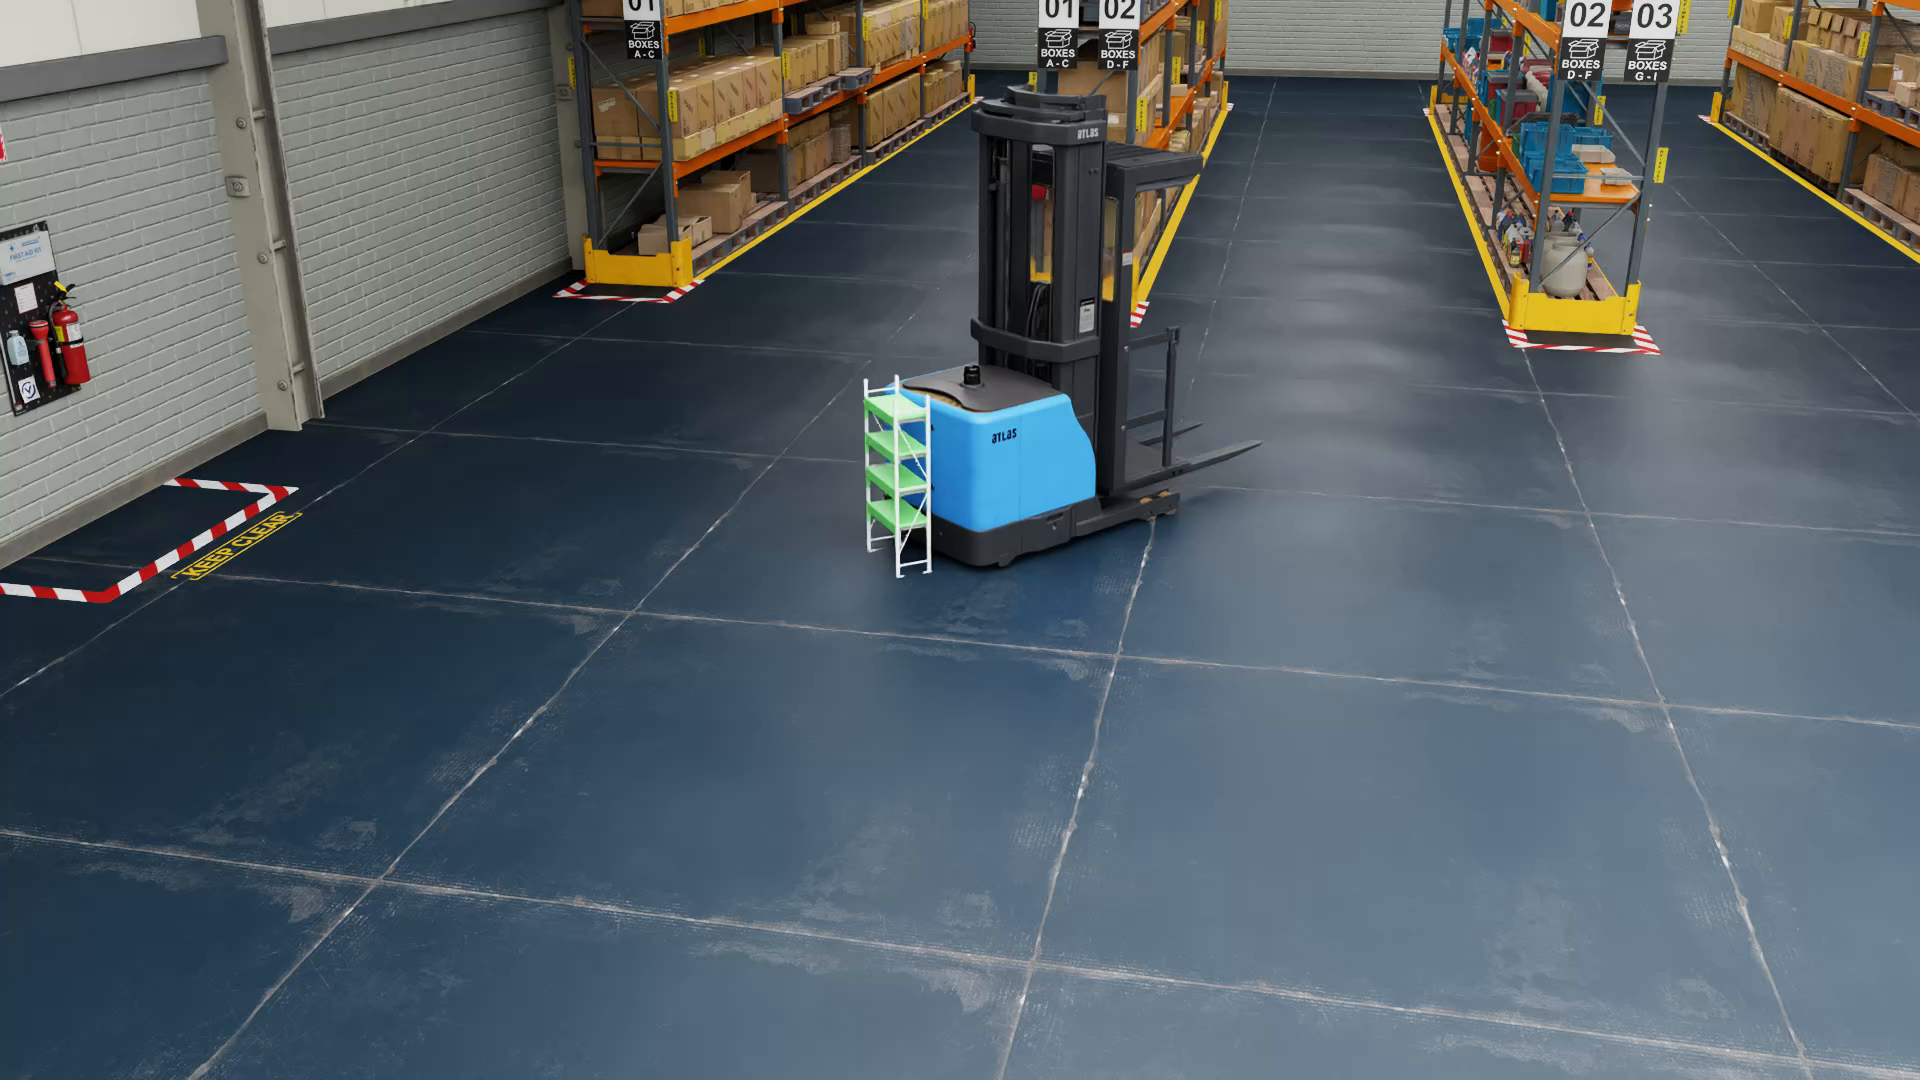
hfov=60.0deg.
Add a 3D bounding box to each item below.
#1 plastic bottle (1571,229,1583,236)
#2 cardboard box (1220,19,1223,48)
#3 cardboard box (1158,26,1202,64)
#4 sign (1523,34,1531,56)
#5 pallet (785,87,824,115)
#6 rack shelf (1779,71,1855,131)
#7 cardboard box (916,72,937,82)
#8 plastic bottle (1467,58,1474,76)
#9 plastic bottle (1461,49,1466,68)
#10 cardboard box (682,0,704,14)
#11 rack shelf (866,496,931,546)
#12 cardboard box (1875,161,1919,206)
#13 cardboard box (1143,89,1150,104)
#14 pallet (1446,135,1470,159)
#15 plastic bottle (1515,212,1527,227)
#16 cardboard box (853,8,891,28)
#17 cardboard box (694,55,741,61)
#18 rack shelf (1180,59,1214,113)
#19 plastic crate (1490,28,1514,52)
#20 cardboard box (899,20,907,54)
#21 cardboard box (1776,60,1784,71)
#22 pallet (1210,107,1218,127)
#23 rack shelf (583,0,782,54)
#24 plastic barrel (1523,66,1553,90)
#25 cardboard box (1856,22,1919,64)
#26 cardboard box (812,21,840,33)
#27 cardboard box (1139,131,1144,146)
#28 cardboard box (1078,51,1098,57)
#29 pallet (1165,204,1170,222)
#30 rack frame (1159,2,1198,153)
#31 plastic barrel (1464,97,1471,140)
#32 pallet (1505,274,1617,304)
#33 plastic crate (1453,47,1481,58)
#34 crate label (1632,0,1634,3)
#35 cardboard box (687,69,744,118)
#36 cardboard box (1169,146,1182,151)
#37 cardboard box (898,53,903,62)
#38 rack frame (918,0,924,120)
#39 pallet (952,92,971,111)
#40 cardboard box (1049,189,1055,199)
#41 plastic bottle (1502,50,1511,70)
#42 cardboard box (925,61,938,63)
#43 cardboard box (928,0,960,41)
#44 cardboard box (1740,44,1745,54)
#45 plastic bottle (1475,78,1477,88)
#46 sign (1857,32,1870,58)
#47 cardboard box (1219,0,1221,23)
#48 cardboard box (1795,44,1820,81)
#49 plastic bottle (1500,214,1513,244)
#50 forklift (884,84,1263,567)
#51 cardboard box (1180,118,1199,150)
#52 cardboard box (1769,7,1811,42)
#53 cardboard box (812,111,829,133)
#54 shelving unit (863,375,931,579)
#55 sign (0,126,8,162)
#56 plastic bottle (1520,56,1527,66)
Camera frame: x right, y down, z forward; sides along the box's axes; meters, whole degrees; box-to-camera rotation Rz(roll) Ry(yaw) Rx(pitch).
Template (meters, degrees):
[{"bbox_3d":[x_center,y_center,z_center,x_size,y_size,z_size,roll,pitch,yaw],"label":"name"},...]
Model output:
[{"bbox_3d":[6.947,-3.380,18.787,0.152,0.276,0.135,5,22,12],"label":"plastic bottle"},{"bbox_3d":[4.401,-9.017,29.594,0.500,0.500,0.500,4,22,10],"label":"cardboard box"},{"bbox_3d":[3.298,-7.586,25.478,0.700,0.500,0.500,9,24,21],"label":"cardboard box"},{"bbox_3d":[9.109,-7.955,26.721,0.100,0.325,0.005,4,22,11],"label":"sign"},{"bbox_3d":[-2.462,-5.879,22.191,1.003,0.211,1.213,4,22,11],"label":"pallet"},{"bbox_3d":[13.012,-6.427,24.259,1.077,0.370,4.000,4,22,11],"label":"rack shelf"},{"bbox_3d":[-0.626,-8.338,29.957,0.380,0.149,0.250,5,23,13],"label":"cardboard box"},{"bbox_3d":[7.867,-7.248,25.502,0.152,0.276,0.135,4,22,11],"label":"plastic bottle"},{"bbox_3d":[8.079,-7.714,26.648,0.061,0.283,0.133,4,22,11],"label":"plastic bottle"},{"bbox_3d":[-3.119,-5.980,18.011,0.500,0.500,0.500,6,23,14],"label":"cardboard box"},{"bbox_3d":[-0.406,-0.130,10.883,0.258,0.148,0.480,-10,24,-23],"label":"rack shelf"},{"bbox_3d":[12.386,-4.623,21.575,0.700,0.500,0.500,3,22,6],"label":"cardboard box"},{"bbox_3d":[1.933,-4.993,18.733,0.380,0.149,0.250,5,23,13],"label":"cardboard box"},{"bbox_3d":[8.373,-6.297,26.707,1.003,0.211,1.213,4,22,11],"label":"pallet"},{"bbox_3d":[6.509,-3.645,19.345,0.144,0.351,0.185,4,22,11],"label":"plastic bottle"},{"bbox_3d":[-1.392,-8.230,26.210,0.500,0.250,0.500,5,22,11],"label":"cardboard box"},{"bbox_3d":[-3.060,-5.831,20.986,0.500,0.500,0.500,4,22,10],"label":"cardboard box"},{"bbox_3d":[3.315,-7.183,26.138,1.077,0.370,4.000,4,22,11],"label":"rack shelf"},{"bbox_3d":[8.999,-8.235,27.619,0.402,0.464,0.583,4,22,11],"label":"plastic crate"},{"bbox_3d":[-1.180,-8.260,27.289,0.500,0.500,0.500,4,22,11],"label":"cardboard box"},{"bbox_3d":[13.161,-7.512,26.327,0.380,0.149,0.250,5,22,11],"label":"cardboard box"},{"bbox_3d":[4.111,-7.654,30.075,1.003,0.211,1.213,4,22,11],"label":"pallet"},{"bbox_3d":[-3.168,-6.025,19.247,1.077,0.370,4.000,4,22,11],"label":"rack shelf"},{"bbox_3d":[7.754,-6.066,22.251,0.421,0.512,0.421,0,22,0],"label":"plastic barrel"},{"bbox_3d":[12.769,-6.807,22.763,0.797,0.503,0.637,5,23,13],"label":"cardboard box"},{"bbox_3d":[-1.985,-7.585,24.580,0.380,0.149,0.250,2,22,4],"label":"cardboard box"},{"bbox_3d":[1.695,-4.642,18.732,0.700,0.500,0.500,5,23,13],"label":"cardboard box"},{"bbox_3d":[1.495,-4.890,17.610,0.700,0.500,0.500,4,22,10],"label":"cardboard box"},{"bbox_3d":[2.202,-4.302,21.752,1.003,0.211,1.213,4,22,11],"label":"pallet"},{"bbox_3d":[2.907,-6.786,24.187,1.000,3.000,0.127,4,22,11],"label":"rack frame"},{"bbox_3d":[8.443,-6.893,26.701,0.600,0.901,0.708,4,22,11],"label":"plastic barrel"},{"bbox_3d":[6.263,-2.516,17.317,1.003,0.211,1.213,4,22,11],"label":"pallet"},{"bbox_3d":[8.537,-8.200,27.986,0.437,0.125,0.590,4,22,11],"label":"plastic crate"},{"bbox_3d":[6.828,-5.463,17.086,0.502,0.251,0.408,4,22,11],"label":"crate label"},{"bbox_3d":[-2.869,-5.234,19.503,0.500,0.500,0.500,5,23,13],"label":"cardboard box"},{"bbox_3d":[2.731,-5.197,22.610,0.500,0.311,0.500,5,22,12],"label":"cardboard box"},{"bbox_3d":[-1.156,-8.002,27.516,0.380,0.149,0.250,4,22,11],"label":"cardboard box"},{"bbox_3d":[-1.127,-8.625,28.754,1.000,3.000,0.127,4,22,11],"label":"rack frame"},{"bbox_3d":[-0.398,-8.496,32.166,1.003,0.211,1.213,4,22,11],"label":"pallet"},{"bbox_3d":[1.282,-3.713,18.672,0.500,0.500,0.500,4,22,11],"label":"cardboard box"},{"bbox_3d":[8.525,-7.429,25.851,0.144,0.351,0.185,4,22,11],"label":"plastic bottle"},{"bbox_3d":[-0.629,-9.036,31.690,0.380,0.149,0.250,5,22,11],"label":"cardboard box"},{"bbox_3d":[-0.543,-9.773,31.202,0.980,0.700,0.700,4,22,10],"label":"cardboard box"},{"bbox_3d":[13.686,-8.451,28.657,0.380,0.149,0.250,4,22,10],"label":"cardboard box"},{"bbox_3d":[7.508,-6.620,24.042,0.097,0.201,0.097,0,22,0],"label":"plastic bottle"},{"bbox_3d":[12.060,-6.607,22.194,0.100,0.325,0.005,4,22,11],"label":"sign"},{"bbox_3d":[4.199,-9.098,28.457,0.500,0.500,0.500,4,22,9],"label":"cardboard box"},{"bbox_3d":[12.980,-7.205,25.095,0.500,0.500,0.500,4,22,11],"label":"cardboard box"},{"bbox_3d":[6.329,-3.587,19.201,0.144,0.351,0.185,4,22,9],"label":"plastic bottle"},{"bbox_3d":[0.928,-1.623,11.459,3.031,2.935,1.130,-18,28,-37],"label":"forklift"},{"bbox_3d":[3.381,-6.167,25.408,0.500,0.500,0.500,4,22,9],"label":"cardboard box"},{"bbox_3d":[13.358,-8.280,26.696,0.500,0.500,0.500,5,22,11],"label":"cardboard box"},{"bbox_3d":[-2.217,-6.083,24.197,0.500,0.250,0.500,5,22,12],"label":"cardboard box"},{"bbox_3d":[-0.406,-0.411,10.769,0.258,1.200,0.503,-10,24,-23],"label":"shelving unit"},{"bbox_3d":[-6.145,-2.543,10.549,0.001,0.298,0.199,4,22,11],"label":"sign"},{"bbox_3d":[8.479,-7.083,24.991,0.144,0.351,0.185,4,22,11],"label":"plastic bottle"}]
